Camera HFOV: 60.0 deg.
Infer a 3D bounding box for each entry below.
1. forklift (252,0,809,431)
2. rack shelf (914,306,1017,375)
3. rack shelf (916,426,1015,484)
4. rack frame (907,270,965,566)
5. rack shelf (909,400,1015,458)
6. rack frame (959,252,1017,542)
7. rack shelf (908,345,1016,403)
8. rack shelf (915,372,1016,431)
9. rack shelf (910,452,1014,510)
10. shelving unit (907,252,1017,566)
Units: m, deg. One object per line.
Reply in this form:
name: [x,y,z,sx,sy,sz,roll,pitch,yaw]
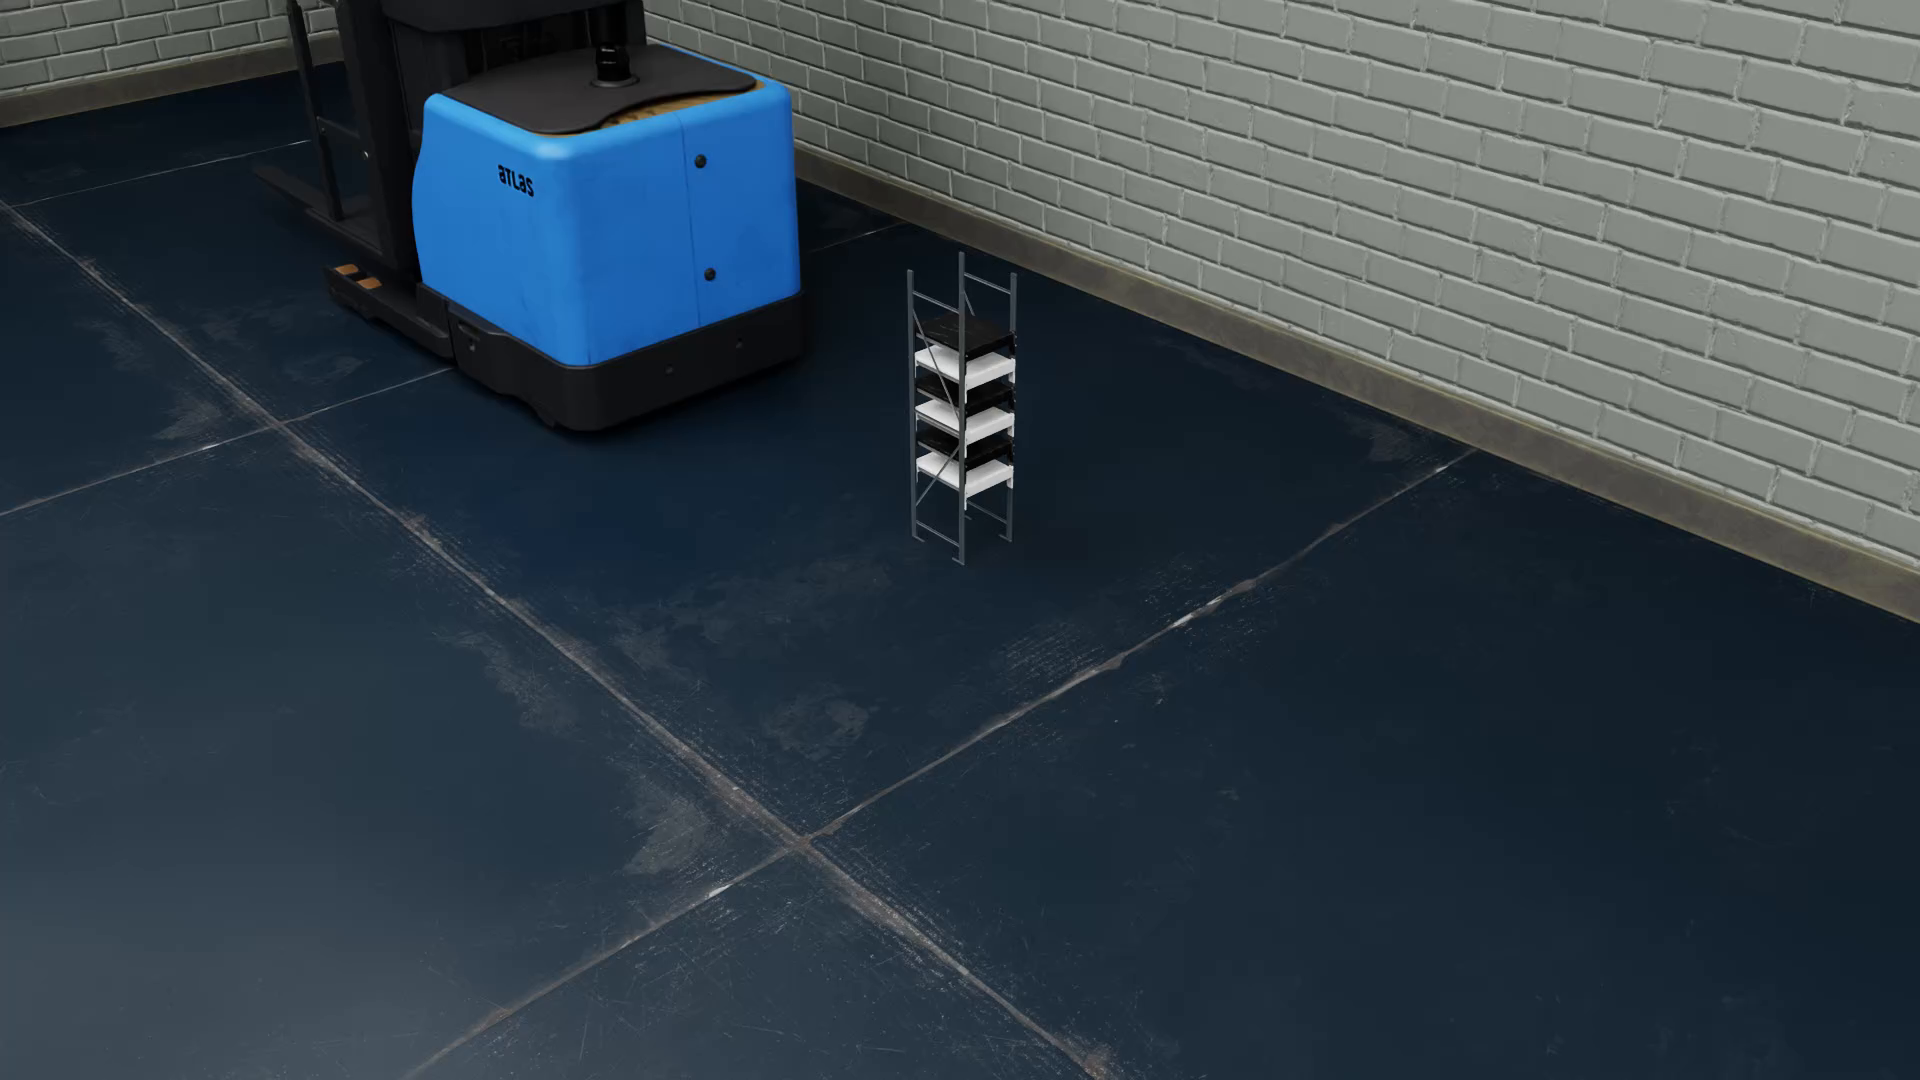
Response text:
forklift: [-1.952,-2.302,6.205,1.130,2.935,3.031,-26,40,-36]
rack shelf: [0.006,-0.589,4.896,0.200,0.077,0.258,-26,40,-35]
rack shelf: [0.006,-0.282,5.084,0.200,0.077,0.258,-26,40,-35]
rack frame: [-0.069,-0.351,4.961,0.006,0.900,0.240,-26,40,-35]
rack shelf: [0.006,-0.358,5.037,0.200,0.077,0.258,-26,40,-35]
rack frame: [0.081,-0.423,5.079,0.006,0.900,0.240,-26,40,-35]
rack shelf: [0.006,-0.512,4.943,0.200,0.077,0.258,-26,40,-35]
rack shelf: [0.006,-0.435,4.990,0.200,0.077,0.258,-26,40,-35]
rack shelf: [0.006,-0.205,5.131,0.200,0.077,0.258,-26,40,-35]
shelving unit: [0.006,-0.387,5.020,0.210,0.900,0.258,-26,40,-35]
